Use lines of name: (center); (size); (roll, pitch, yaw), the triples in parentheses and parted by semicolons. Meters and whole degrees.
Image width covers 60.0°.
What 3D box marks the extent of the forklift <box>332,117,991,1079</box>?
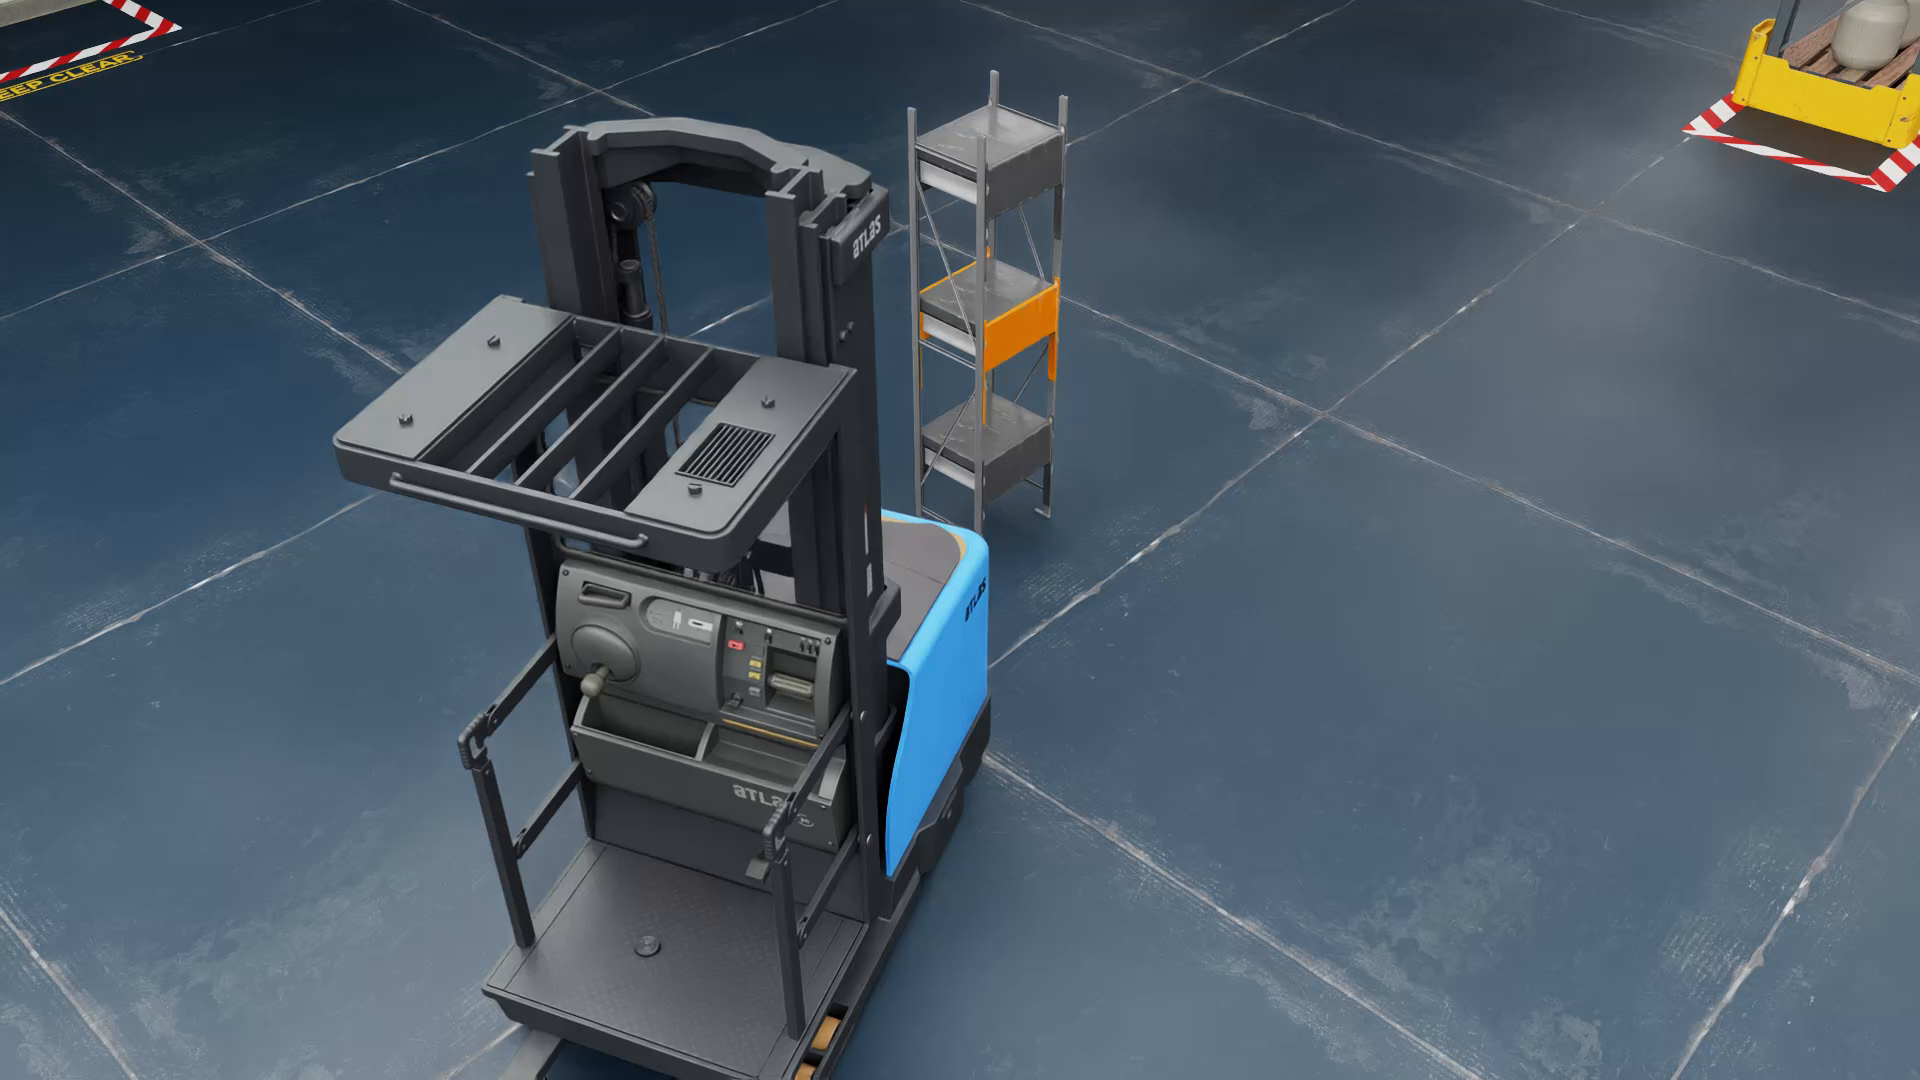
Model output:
forklift: (-0.879, 0.418, 4.870); (1.130, 2.935, 3.031); (13, 40, 16)

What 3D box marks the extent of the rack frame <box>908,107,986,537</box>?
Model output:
rack frame: (-0.053, -0.786, 7.051); (0.400, 2.100, 0.015); (30, 47, 32)

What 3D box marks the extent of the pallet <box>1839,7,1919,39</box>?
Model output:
pallet: (7.281, -3.906, 12.493); (1.003, 0.211, 1.213); (30, 47, 32)

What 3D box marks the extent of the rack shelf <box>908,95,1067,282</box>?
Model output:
rack shelf: (0.112, -1.435, 6.765); (0.431, 0.518, 0.480); (30, 47, 32)

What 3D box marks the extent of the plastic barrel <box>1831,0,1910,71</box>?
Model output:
plastic barrel: (6.277, -3.539, 11.452); (0.421, 0.512, 0.421); (0, 38, 0)

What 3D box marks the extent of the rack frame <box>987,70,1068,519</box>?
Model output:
rack frame: (0.276, -1.010, 7.333); (0.400, 2.100, 0.015); (30, 47, 32)

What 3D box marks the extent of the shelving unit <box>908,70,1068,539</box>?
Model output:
shelving unit: (0.112, -0.898, 7.192); (0.431, 2.100, 0.503); (30, 47, 32)

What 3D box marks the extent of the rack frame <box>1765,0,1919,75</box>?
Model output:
rack frame: (5.889, -4.014, 10.388); (1.000, 3.000, 0.127); (30, 47, 32)

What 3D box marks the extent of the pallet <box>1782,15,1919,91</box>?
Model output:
pallet: (6.458, -3.349, 11.791); (1.003, 0.211, 1.213); (30, 47, 32)

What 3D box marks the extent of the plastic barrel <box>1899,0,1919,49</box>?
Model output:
plastic barrel: (6.615, -3.770, 11.742); (0.421, 0.512, 0.421); (0, 38, 0)

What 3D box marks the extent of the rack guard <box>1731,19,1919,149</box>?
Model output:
rack guard: (5.906, -3.091, 11.235); (1.175, 0.500, 0.348); (30, 47, 32)

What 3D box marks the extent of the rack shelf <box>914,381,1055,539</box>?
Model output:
rack shelf: (0.112, -0.339, 7.636); (0.431, 0.518, 0.480); (30, 47, 32)

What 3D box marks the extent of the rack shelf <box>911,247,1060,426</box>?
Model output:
rack shelf: (0.112, -0.887, 7.201); (0.431, 0.518, 0.480); (30, 47, 32)
